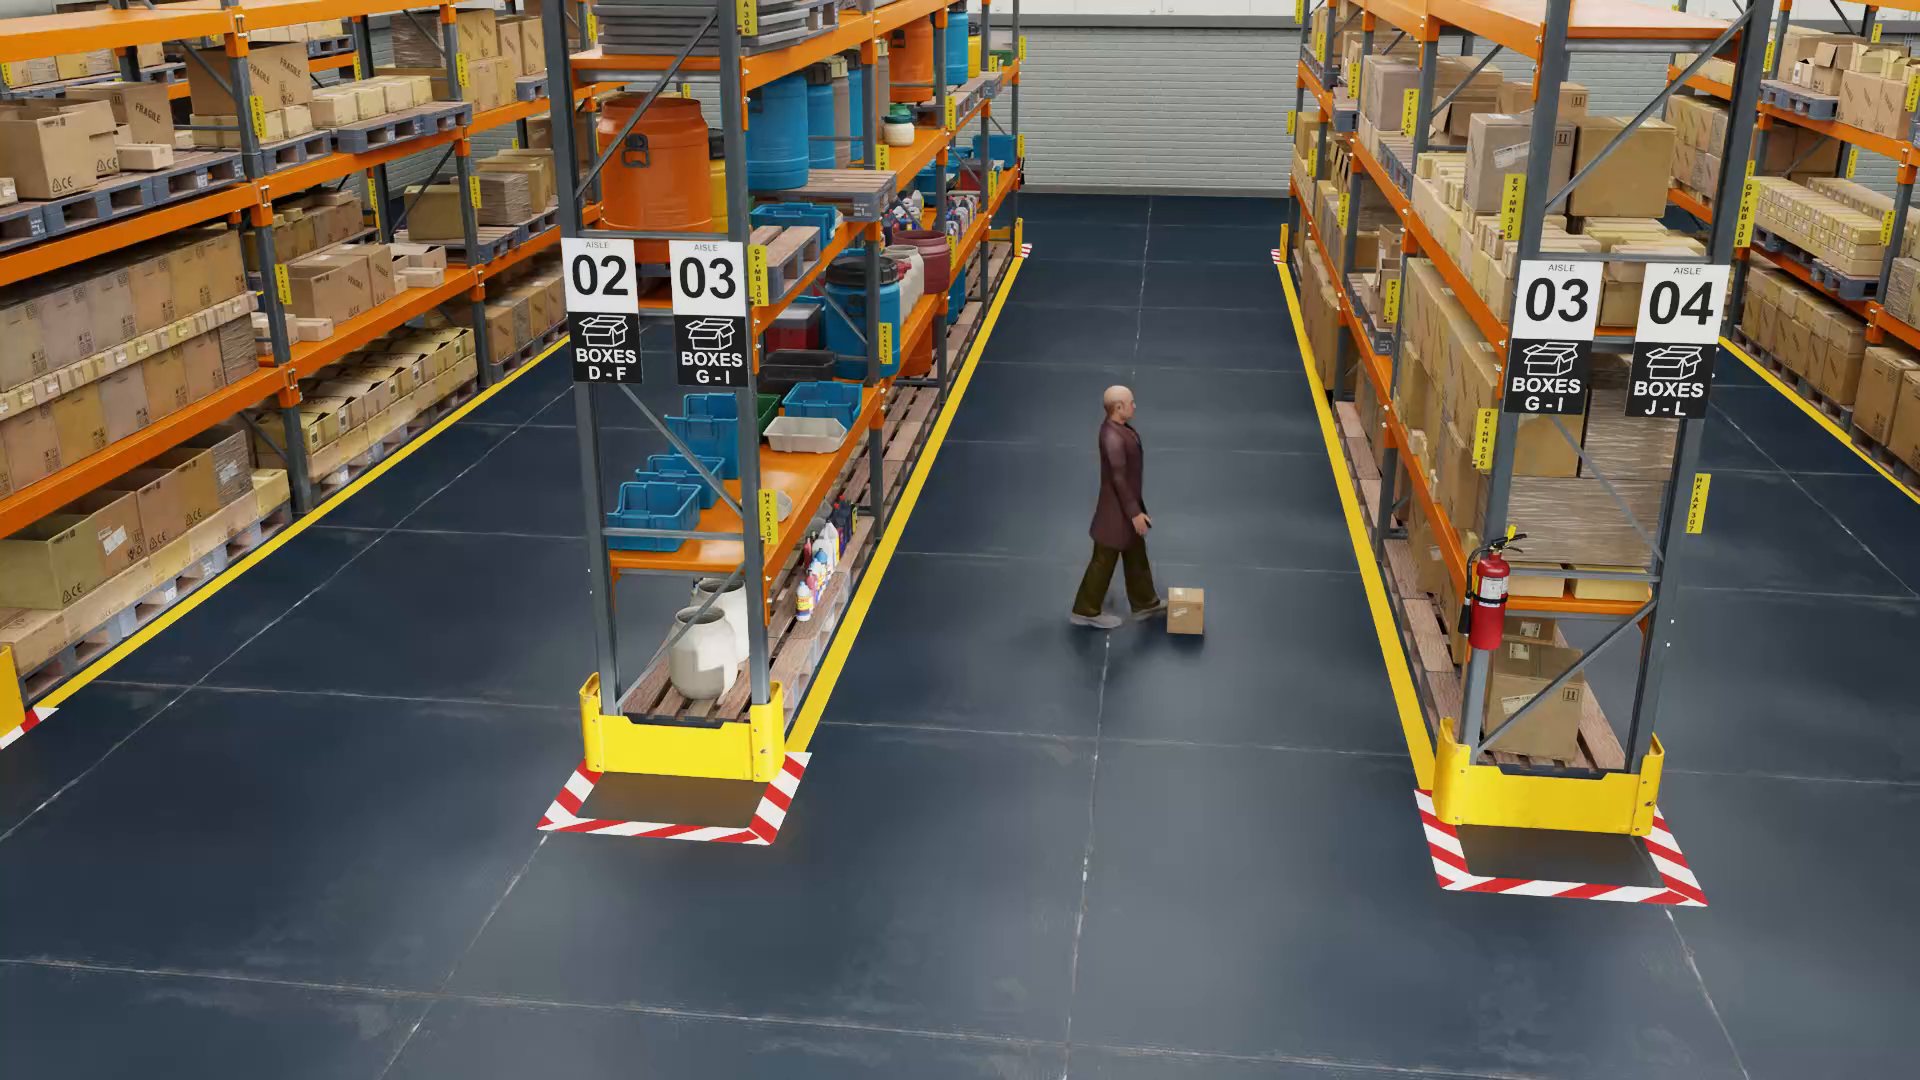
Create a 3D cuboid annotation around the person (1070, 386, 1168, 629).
[{"bbox_3d":[1.194,-0.219,11.707,0.789,1.777,0.579,3,21,9],"label":"person"}]
